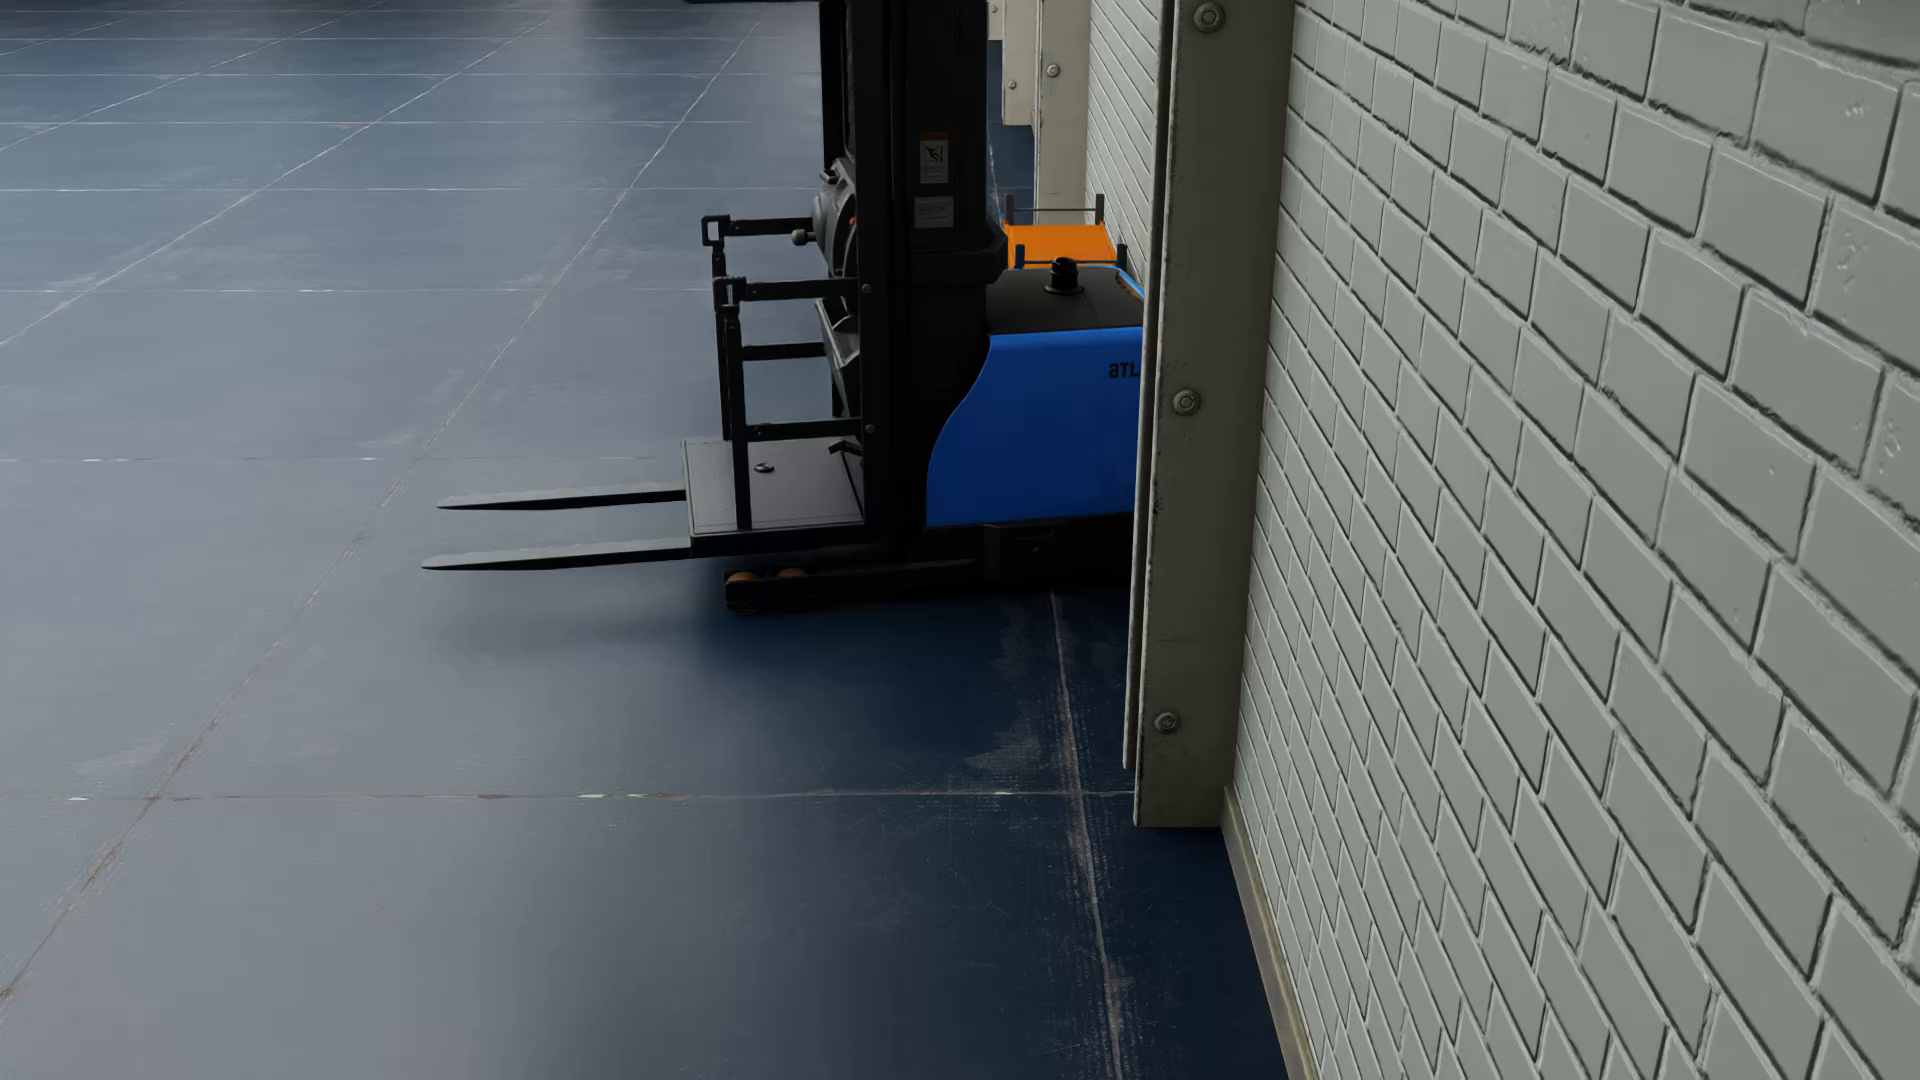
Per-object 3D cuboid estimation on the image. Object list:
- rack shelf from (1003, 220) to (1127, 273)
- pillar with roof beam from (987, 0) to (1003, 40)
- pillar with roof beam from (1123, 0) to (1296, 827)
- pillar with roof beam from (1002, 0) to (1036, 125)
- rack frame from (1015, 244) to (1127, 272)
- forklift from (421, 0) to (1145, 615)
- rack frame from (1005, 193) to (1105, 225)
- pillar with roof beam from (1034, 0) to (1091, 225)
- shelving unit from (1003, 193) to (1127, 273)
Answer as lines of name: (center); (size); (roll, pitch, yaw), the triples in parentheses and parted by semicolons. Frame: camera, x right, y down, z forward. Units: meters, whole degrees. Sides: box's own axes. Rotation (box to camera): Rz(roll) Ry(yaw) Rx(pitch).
rack shelf: (0.487, -1.285, 8.015); (0.538, 0.278, 1.000); (0, 24, -1)
pillar with roof beam: (-3.796, -10.675, 19.932); (9.100, 9.000, 0.400); (0, 24, -1)
pillar with roof beam: (-3.600, -3.258, 3.533); (9.100, 9.000, 0.400); (0, 24, -1)
pillar with roof beam: (-3.731, -8.202, 14.466); (9.100, 9.000, 0.400); (0, 24, -1)
rack frame: (0.497, -0.808, 7.673); (0.500, 1.125, 0.032); (0, 24, -1)
forklift: (-0.671, -1.276, 6.514); (3.031, 2.935, 1.130); (-4, 25, -10)
rack frame: (0.477, -1.227, 8.599); (0.500, 1.125, 0.032); (0, 24, -1)
pillar with roof beam: (-3.665, -5.730, 8.999); (9.100, 9.000, 0.400); (0, 24, -1)
shelving unit: (0.487, -1.018, 8.136); (0.538, 1.125, 1.048); (0, 24, -1)
